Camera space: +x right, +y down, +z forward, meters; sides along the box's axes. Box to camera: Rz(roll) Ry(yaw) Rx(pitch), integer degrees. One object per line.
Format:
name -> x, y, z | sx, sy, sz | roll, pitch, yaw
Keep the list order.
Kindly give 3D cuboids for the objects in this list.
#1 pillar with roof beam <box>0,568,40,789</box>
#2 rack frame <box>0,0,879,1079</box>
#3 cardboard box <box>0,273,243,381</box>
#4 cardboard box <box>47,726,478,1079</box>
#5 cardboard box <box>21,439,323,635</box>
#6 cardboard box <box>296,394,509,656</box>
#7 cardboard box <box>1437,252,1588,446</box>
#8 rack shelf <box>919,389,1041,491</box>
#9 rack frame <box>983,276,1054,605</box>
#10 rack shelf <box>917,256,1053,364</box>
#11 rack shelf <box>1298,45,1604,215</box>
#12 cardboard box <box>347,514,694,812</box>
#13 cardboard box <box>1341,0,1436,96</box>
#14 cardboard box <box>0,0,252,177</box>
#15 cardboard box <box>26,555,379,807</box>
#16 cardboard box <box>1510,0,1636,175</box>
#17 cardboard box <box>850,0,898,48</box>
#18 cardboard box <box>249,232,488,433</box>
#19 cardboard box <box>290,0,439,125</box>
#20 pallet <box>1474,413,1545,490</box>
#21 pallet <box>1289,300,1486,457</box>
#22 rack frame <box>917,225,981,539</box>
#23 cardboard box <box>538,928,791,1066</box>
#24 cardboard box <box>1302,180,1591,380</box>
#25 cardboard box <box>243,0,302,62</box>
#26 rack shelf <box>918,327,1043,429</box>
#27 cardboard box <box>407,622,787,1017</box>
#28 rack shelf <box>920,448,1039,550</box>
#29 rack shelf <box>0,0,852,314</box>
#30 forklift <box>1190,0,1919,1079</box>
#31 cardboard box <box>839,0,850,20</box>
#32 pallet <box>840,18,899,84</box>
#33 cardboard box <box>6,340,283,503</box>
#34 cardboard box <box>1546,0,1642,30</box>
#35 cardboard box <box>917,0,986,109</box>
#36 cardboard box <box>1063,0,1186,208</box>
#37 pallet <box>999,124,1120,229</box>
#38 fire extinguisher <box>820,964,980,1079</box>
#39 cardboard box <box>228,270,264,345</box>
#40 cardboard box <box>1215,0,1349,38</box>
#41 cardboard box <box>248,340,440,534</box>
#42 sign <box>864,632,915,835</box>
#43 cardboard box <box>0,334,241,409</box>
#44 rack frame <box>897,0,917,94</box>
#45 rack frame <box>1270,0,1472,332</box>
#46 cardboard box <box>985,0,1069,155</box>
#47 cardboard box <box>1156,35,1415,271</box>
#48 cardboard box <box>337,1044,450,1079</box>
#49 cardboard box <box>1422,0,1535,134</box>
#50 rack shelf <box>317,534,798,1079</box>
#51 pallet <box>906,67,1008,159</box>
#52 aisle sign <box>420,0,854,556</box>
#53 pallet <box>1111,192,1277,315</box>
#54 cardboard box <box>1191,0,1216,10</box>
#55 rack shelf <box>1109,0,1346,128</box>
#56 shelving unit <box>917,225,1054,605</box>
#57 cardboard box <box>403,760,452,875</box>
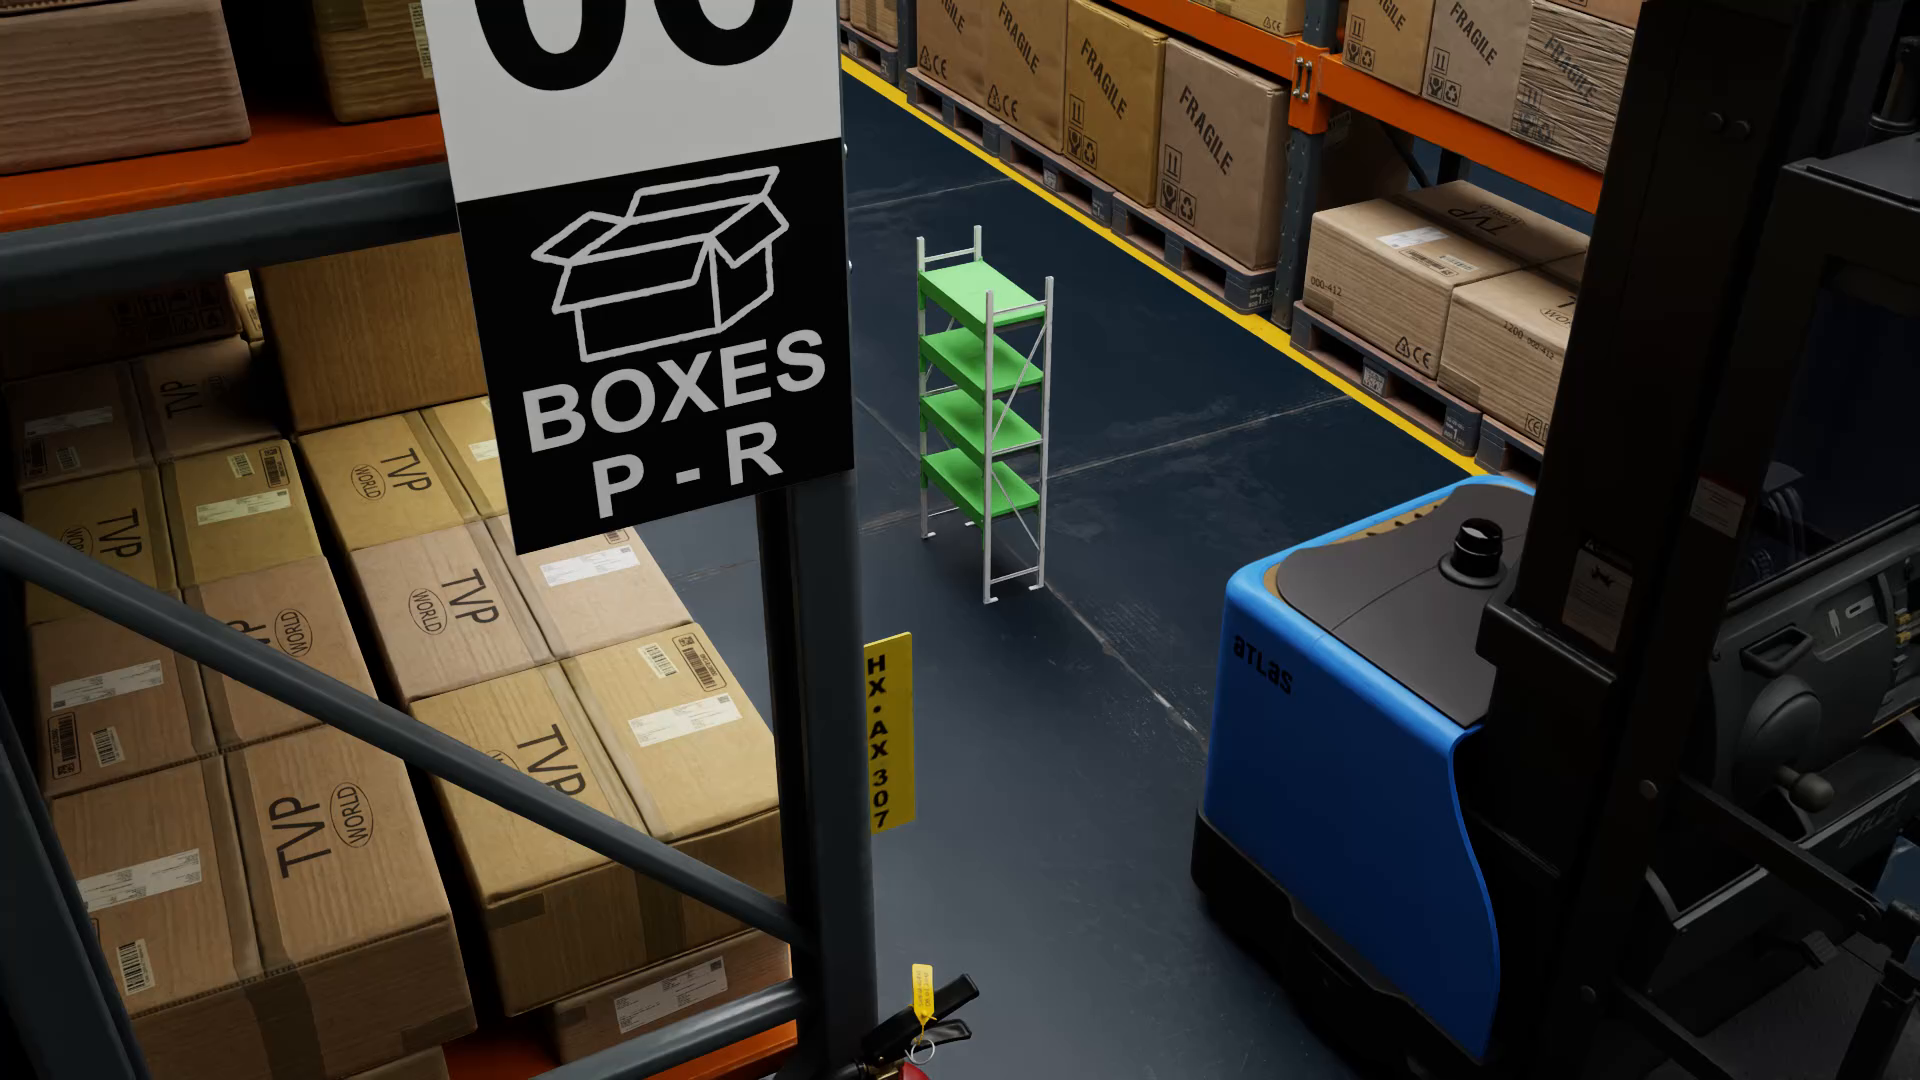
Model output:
pillar with roof beam -> 0.882, -4.188, 4.445 | 9.100, 9.000, 0.400 | -16, 36, -23
rack frame -> -0.586, 0.770, 2.267 | 0.949, 2.616, 0.053 | -16, 36, -23
cardboard box -> -1.995, -0.738, 3.790 | 0.500, 0.500, 0.500 | -17, 36, -24
cardboard box -> -1.038, 0.556, 2.465 | 0.500, 0.250, 0.500 | -15, 36, -22
cardboard box -> -1.504, 0.072, 3.220 | 0.500, 0.250, 0.500 | -15, 35, -22
cardboard box -> -1.036, -0.057, 3.422 | 0.500, 0.250, 0.500 | -17, 36, -24
cardboard box -> 2.552, -0.732, 6.598 | 0.875, 0.438, 0.875 | -17, 36, -24
rack shelf -> 0.077, -0.372, 5.838 | 0.258, 0.148, 0.480 | -16, 36, -23
rack frame -> 0.191, -0.310, 5.621 | 0.240, 1.200, 0.015 | -16, 36, -23
rack shelf -> 0.077, -0.777, 5.579 | 0.258, 0.148, 0.480 | -16, 36, -23
rack shelf -> 2.868, -1.131, 5.901 | 1.077, 0.370, 4.000 | -16, 36, -23
cardboard box -> -0.797, 0.184, 3.045 | 0.500, 0.250, 0.500 | -15, 36, -23
cardboard box -> 1.923, -2.140, 6.718 | 0.500, 0.500, 0.500 | -15, 35, -22
cardboard box -> -0.942, -0.481, 1.672 | 0.380, 0.149, 0.250 | -15, 36, -22
cardboard box -> -1.277, 0.310, 2.849 | 0.500, 0.250, 0.500 | -16, 36, -23
cardboard box -> 2.380, -1.660, 5.968 | 0.500, 0.500, 0.500 | -16, 36, -23
cardboard box -> -0.184, -3.640, 11.197 | 0.950, 0.372, 0.625 | -18, 37, -26
cardboard box -> -1.261, -0.607, 3.585 | 0.500, 0.500, 0.500 | -15, 36, -22
cardboard box -> -0.531, -0.597, 1.853 | 0.380, 0.149, 0.250 | -15, 36, -22
pallet -> 2.794, -0.248, 6.442 | 1.003, 0.211, 1.213 | -16, 36, -23
pallet -> 2.221, -0.831, 7.352 | 1.003, 0.211, 1.213 | -16, 36, -23
rack frame -> -0.037, -0.543, 5.985 | 0.240, 1.200, 0.015 | -16, 36, -23
cardboard box -> -0.499, 0.651, 2.686 | 0.380, 0.149, 0.250 | -16, 36, -23
cardboard box -> 2.134, -1.160, 7.265 | 0.875, 0.438, 0.875 | -16, 36, -24
cardboard box -> -0.677, -0.715, 2.038 | 0.380, 0.149, 0.250 | -15, 36, -22
rack shelf -> 0.077, -0.575, 5.708 | 0.258, 0.148, 0.480 | -16, 36, -23
cardboard box -> -0.562, 0.425, 2.670 | 0.500, 0.250, 0.500 | -16, 36, -23
rack shelf -> 0.077, -0.170, 5.967 | 0.258, 0.148, 0.480 | -16, 36, -23
rack shelf -> -1.521, -1.144, 3.141 | 1.077, 0.370, 4.000 | -16, 36, -23
forklift -> 1.867, 0.277, 3.101 | 1.130, 2.935, 3.031 | -19, 37, -27
cardboard box -> -0.535, -3.990, 11.743 | 0.950, 0.372, 0.625 | -17, 36, -24
pallet -> -0.292, -3.496, 11.511 | 1.003, 0.211, 1.213 | -16, 36, -23
cardboard box -> -1.747, -0.177, 3.609 | 0.500, 0.250, 0.500 | -16, 36, -23
cardboard box -> 2.403, -2.073, 5.686 | 0.500, 0.500, 0.500 | -15, 36, -22
cardboard box -> 0.319, -3.229, 10.089 | 0.875, 0.875, 0.875 | -16, 36, -24
cardboard box -> 1.148, -2.375, 8.757 | 0.875, 0.875, 0.875 | -15, 36, -22
pallet -> 0.937, -2.146, 9.404 | 1.003, 0.211, 1.213 | -16, 36, -23
fire extinguisher -> -0.111, 0.915, 2.459 | 0.296, 0.674, 0.183 | -16, 36, -23
cardboard box -> -1.533, -0.542, 4.178 | 0.500, 0.250, 0.500 | -16, 36, -23
cardboard box -> 1.504, -2.476, 7.473 | 0.500, 0.250, 0.500 | -17, 36, -24
cardboard box -> -1.293, -0.296, 3.794 | 0.500, 0.250, 0.500 | -17, 36, -24
sign -> -0.109, 0.270, 2.246 | 0.100, 0.325, 0.005 | -16, 36, -23
cardboard box -> -1.983, -0.411, 3.975 | 0.500, 0.250, 0.500 | -15, 36, -22
rack frame -> 0.071, -4.297, 10.177 | 1.000, 3.000, 0.127 | -16, 36, -23
rack frame -> 1.936, -2.388, 7.197 | 1.000, 3.000, 0.127 | -16, 36, -23
cardboard box -> 0.732, -2.802, 9.423 | 0.875, 0.875, 0.875 | -15, 36, -23
cardboard box -> 1.576, -1.946, 8.087 | 0.875, 0.875, 0.875 | -15, 35, -22
cardboard box -> -0.980, 0.786, 2.475 | 0.380, 0.149, 0.250 | -16, 36, -24
cardboard box -> 2.154, -1.899, 6.341 | 0.500, 0.500, 0.500 | -16, 36, -23
rack shelf -> -1.521, 0.119, 3.950 | 1.077, 0.370, 4.000 | -16, 36, -23
pallet -> 0.372, -2.728, 10.312 | 1.003, 0.211, 1.213 | -16, 36, -23
aisle sign -> -0.297, -0.365, 1.629 | 0.394, 0.787, 0.004 | -16, 36, -23
pallet -> 1.509, -1.563, 8.494 | 1.003, 0.211, 1.213 | -16, 36, -23
cardboard box -> 1.267, -2.719, 7.852 | 0.500, 0.250, 0.500 | -16, 36, -24
rack shelf -> 1.003, -3.040, 8.881 | 1.077, 0.370, 4.000 | -16, 36, -23
shelving unit -> 0.077, -0.426, 5.803 | 0.258, 1.200, 0.503 | -16, 36, -23
cardboard box -> -0.812, 0.424, 3.040 | 0.380, 0.149, 0.250 | -16, 36, -24
